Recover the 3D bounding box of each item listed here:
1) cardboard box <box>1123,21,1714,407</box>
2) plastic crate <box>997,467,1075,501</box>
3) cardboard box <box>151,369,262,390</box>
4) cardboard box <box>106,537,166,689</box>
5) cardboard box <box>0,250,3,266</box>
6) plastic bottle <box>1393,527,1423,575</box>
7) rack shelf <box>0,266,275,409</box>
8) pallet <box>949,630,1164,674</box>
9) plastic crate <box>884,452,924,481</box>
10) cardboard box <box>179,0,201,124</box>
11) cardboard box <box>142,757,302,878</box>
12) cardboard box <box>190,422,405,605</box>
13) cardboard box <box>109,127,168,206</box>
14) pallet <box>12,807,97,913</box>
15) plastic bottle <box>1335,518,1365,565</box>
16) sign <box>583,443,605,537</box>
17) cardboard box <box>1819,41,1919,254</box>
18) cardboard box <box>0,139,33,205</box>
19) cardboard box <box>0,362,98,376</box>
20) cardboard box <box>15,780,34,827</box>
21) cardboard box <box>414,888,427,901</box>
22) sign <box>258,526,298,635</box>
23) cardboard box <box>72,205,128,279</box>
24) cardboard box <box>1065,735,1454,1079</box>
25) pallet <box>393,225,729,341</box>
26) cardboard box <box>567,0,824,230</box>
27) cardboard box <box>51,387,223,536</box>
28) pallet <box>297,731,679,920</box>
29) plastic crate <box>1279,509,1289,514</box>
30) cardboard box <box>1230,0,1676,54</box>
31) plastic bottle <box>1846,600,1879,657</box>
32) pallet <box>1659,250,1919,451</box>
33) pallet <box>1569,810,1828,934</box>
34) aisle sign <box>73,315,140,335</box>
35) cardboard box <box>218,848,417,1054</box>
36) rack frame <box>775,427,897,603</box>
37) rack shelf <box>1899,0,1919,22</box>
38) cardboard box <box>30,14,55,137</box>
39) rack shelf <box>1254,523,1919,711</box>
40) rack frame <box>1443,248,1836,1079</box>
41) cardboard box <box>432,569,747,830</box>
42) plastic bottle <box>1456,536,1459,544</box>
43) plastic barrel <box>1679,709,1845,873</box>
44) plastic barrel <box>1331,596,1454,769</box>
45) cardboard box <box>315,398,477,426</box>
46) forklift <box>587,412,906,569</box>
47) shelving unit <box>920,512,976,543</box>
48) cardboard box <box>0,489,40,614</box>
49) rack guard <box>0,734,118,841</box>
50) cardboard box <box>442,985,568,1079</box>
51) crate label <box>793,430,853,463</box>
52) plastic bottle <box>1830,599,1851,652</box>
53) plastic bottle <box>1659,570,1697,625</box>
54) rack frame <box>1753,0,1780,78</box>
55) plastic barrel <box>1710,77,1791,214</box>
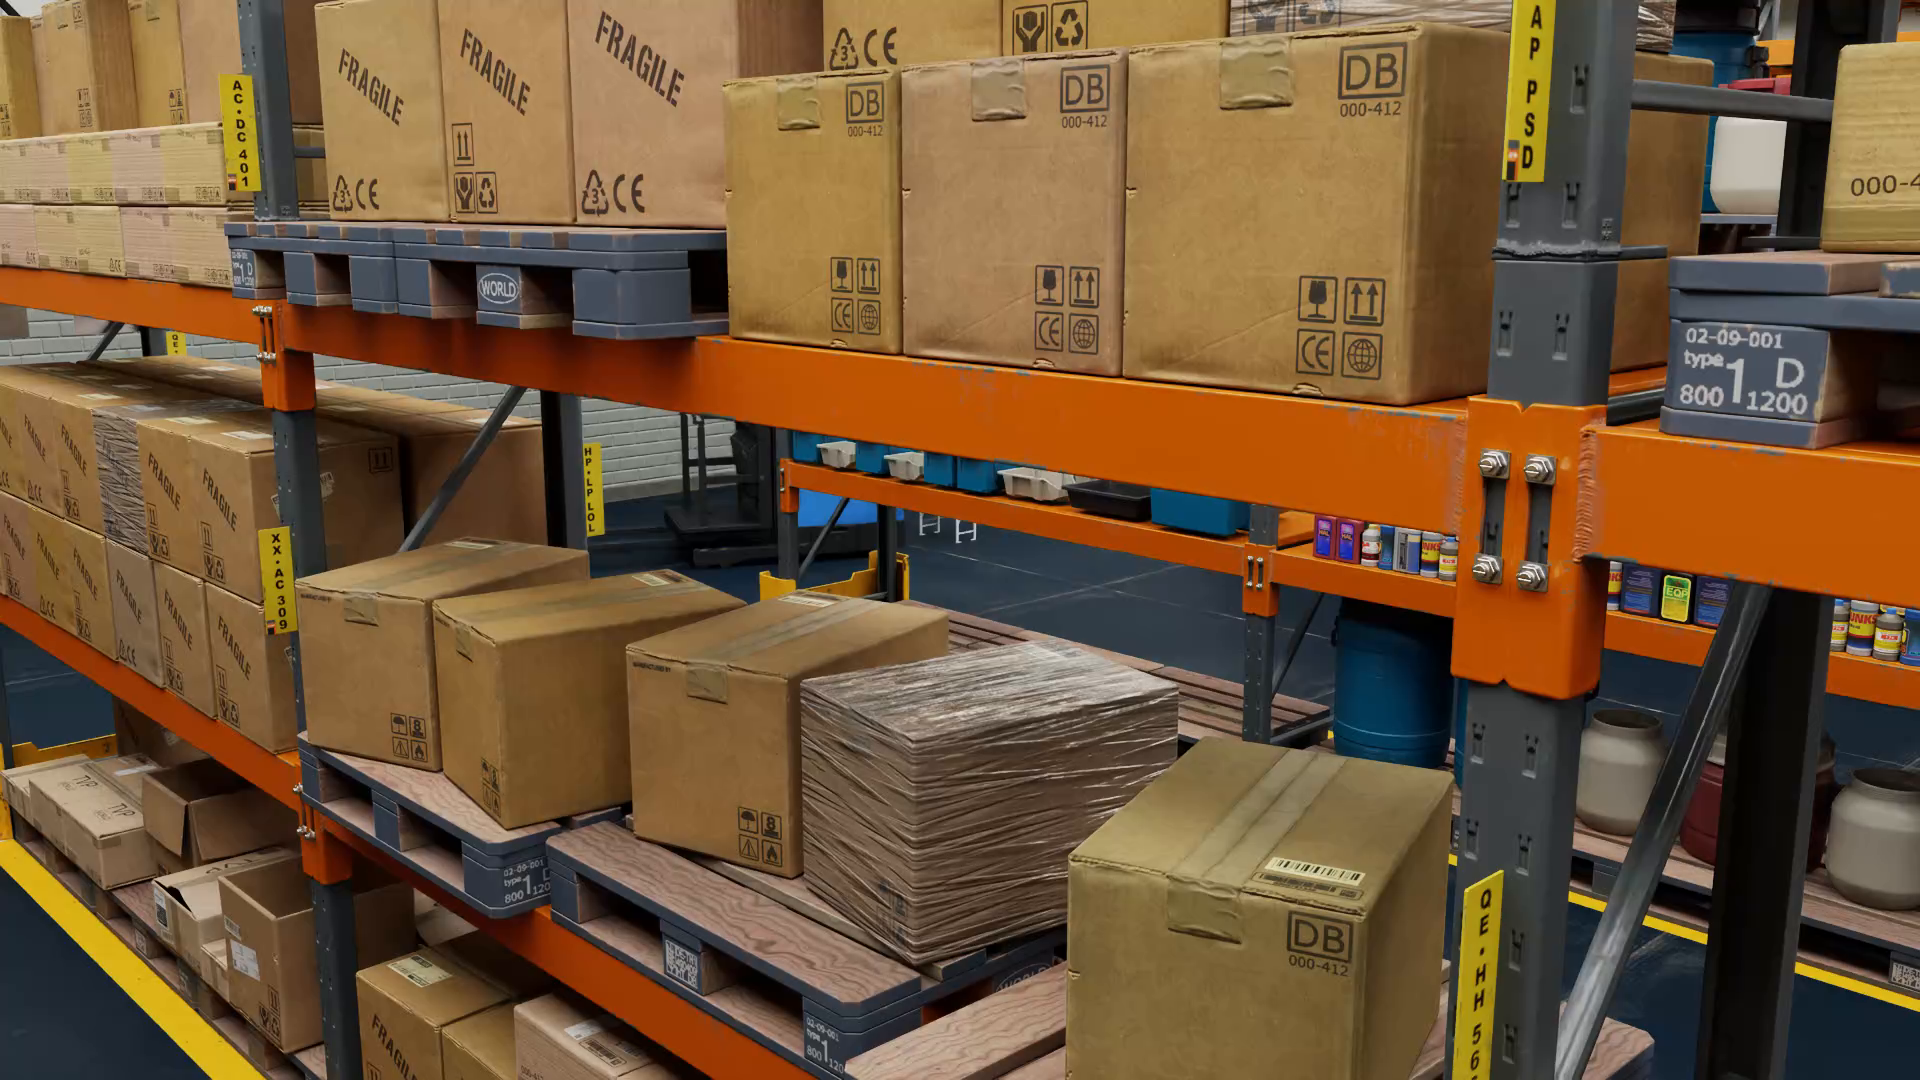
[{"bbox_3d":[0.749,-0.522,2.667,0.910,0.500,0.500,-11,16,-43],"label":"cardboard box"},{"bbox_3d":[0.478,-0.331,9.926,0.293,0.136,0.466,-11,16,-43],"label":"plastic crate"},{"bbox_3d":[-3.233,-0.476,7.399,0.500,0.500,0.500,-10,16,-41],"label":"cardboard box"},{"bbox_3d":[-2.932,0.236,6.425,0.500,0.500,0.500,-10,16,-41],"label":"cardboard box"},{"bbox_3d":[-3.943,-1.323,7.175,0.500,0.250,0.500,-11,16,-43],"label":"cardboard box"},{"bbox_3d":[2.194,0.017,8.043,0.152,0.276,0.135,-11,16,-43],"label":"plastic bottle"},{"bbox_3d":[-3.069,-0.937,6.714,1.077,0.370,4.000,-11,16,-43],"label":"rack shelf"},{"bbox_3d":[0.515,0.868,10.516,1.003,0.211,1.213,-11,16,-43],"label":"pallet"},{"bbox_3d":[-0.302,-0.463,10.568,0.250,0.136,0.298,-11,16,-43],"label":"plastic crate"},{"bbox_3d":[-2.294,-1.695,5.883,0.700,0.500,0.500,-11,16,-43],"label":"cardboard box"},{"bbox_3d":[-2.989,1.205,7.062,0.797,0.503,0.637,-11,16,-43],"label":"cardboard box"},{"bbox_3d":[-2.224,-0.105,5.600,0.500,0.500,0.500,-11,16,-42],"label":"cardboard box"},{"bbox_3d":[-2.562,-1.276,5.707,0.500,0.250,0.500,-11,16,-43],"label":"cardboard box"},{"bbox_3d":[-3.846,1.381,8.024,1.003,0.211,1.213,-11,16,-43],"label":"pallet"},{"bbox_3d":[1.935,-0.029,8.244,0.061,0.283,0.133,-11,16,-43],"label":"plastic bottle"},{"bbox_3d":[-1.288,-0.173,5.789,0.100,0.325,0.005,-11,16,-43],"label":"sign"},{"bbox_3d":[1.429,-0.488,2.081,0.500,0.250,0.500,10,15,41],"label":"cardboard box"},{"bbox_3d":[-3.593,-1.495,6.774,0.500,0.250,0.500,-11,16,-43],"label":"cardboard box"},{"bbox_3d":[-4.334,-0.549,7.757,0.500,0.500,0.500,-10,15,-41],"label":"cardboard box"},{"bbox_3d":[-4.236,1.206,7.896,0.380,0.166,0.250,-11,16,-43],"label":"cardboard box"},{"bbox_3d":[-2.425,1.428,6.819,0.380,0.166,0.250,-11,16,-43],"label":"cardboard box"},{"bbox_3d":[-2.075,0.124,5.068,0.100,0.325,0.005,-11,16,-43],"label":"sign"},{"bbox_3d":[-2.905,-1.104,6.114,0.500,0.250,0.500,-11,16,-43],"label":"cardboard box"},{"bbox_3d":[0.559,0.724,3.011,0.500,0.500,0.700,6,13,26],"label":"cardboard box"},{"bbox_3d":[-0.569,-0.650,4.002,1.213,0.211,1.003,-11,16,-43],"label":"pallet"},{"bbox_3d":[-0.470,-1.023,3.813,0.600,0.600,0.600,11,16,43],"label":"cardboard box"},{"bbox_3d":[-3.274,-0.326,6.675,0.500,0.500,0.500,-11,16,-43],"label":"cardboard box"},{"bbox_3d":[-1.215,0.697,4.907,1.003,0.211,1.213,-11,16,-43],"label":"pallet"},{"bbox_3d":[1.680,-0.206,9.322,0.396,0.136,0.243,-11,16,-43],"label":"plastic crate"},{"bbox_3d":[0.778,-1.017,2.594,0.500,0.500,0.500,-11,16,-43],"label":"cardboard box"},{"bbox_3d":[3.577,0.319,6.586,0.097,0.271,0.097,0,12,0],"label":"plastic bottle"},{"bbox_3d":[1.608,-0.235,1.990,1.213,0.211,1.003,-10,15,-40],"label":"pallet"},{"bbox_3d":[3.247,1.444,7.717,1.003,0.211,1.213,-11,16,-43],"label":"pallet"},{"bbox_3d":[-4.275,-1.438,8.354,0.394,0.787,0.004,-11,16,-43],"label":"aisle sign"},{"bbox_3d":[-2.286,1.437,5.947,0.500,0.500,0.500,-11,16,-43],"label":"cardboard box"},{"bbox_3d":[-0.865,-0.802,11.709,1.000,3.000,0.127,-11,16,-43],"label":"rack frame"},{"bbox_3d":[14.854,-7.487,22.837,1.077,0.370,4.000,-11,16,-43],"label":"rack shelf"},{"bbox_3d":[-3.376,-1.905,6.901,0.700,0.500,0.500,-11,16,-43],"label":"cardboard box"},{"bbox_3d":[3.279,0.426,7.531,1.077,0.370,4.000,-11,16,-43],"label":"rack shelf"},{"bbox_3d":[1.075,1.055,2.694,1.000,3.000,0.127,-11,16,-43],"label":"rack frame"},{"bbox_3d":[-1.001,0.409,4.544,0.700,0.500,0.500,-8,14,-34],"label":"cardboard box"},{"bbox_3d":[2.579,-0.035,8.478,0.097,0.201,0.097,0,12,0],"label":"plastic bottle"},{"bbox_3d":[3.530,1.107,7.378,0.600,0.588,0.708,-11,16,-43],"label":"plastic barrel"},{"bbox_3d":[2.261,0.686,8.648,0.600,0.901,0.708,-11,16,-43],"label":"plastic barrel"},{"bbox_3d":[-2.166,-0.250,6.306,0.500,0.500,0.500,11,16,43],"label":"cardboard box"},{"bbox_3d":[-2.054,-1.309,14.342,3.031,2.935,1.130,-4,12,-17],"label":"forklift"},{"bbox_3d":[-0.114,-0.612,15.246,0.258,1.200,0.503,-11,16,-43],"label":"shelving unit"},{"bbox_3d":[-3.974,0.015,7.496,0.500,0.500,0.500,-11,16,-43],"label":"cardboard box"},{"bbox_3d":[-4.397,1.123,8.559,1.175,0.500,0.348,-11,16,-43],"label":"rack guard"},{"bbox_3d":[-1.153,1.661,4.858,0.500,0.500,0.500,-11,16,-42],"label":"cardboard box"},{"bbox_3d":[-0.932,-0.667,11.322,0.416,0.233,0.303,-11,16,-43],"label":"crate label"},{"bbox_3d":[3.510,0.339,6.662,0.097,0.201,0.097,0,12,0],"label":"plastic bottle"},{"bbox_3d":[3.063,0.210,7.087,0.061,0.283,0.133,-11,16,-43],"label":"plastic bottle"},{"bbox_3d":[5.480,-3.847,11.620,1.000,3.000,0.127,-11,16,-43],"label":"rack frame"},{"bbox_3d":[3.327,-1.613,6.837,0.433,0.535,0.433,0,12,0],"label":"plastic barrel"}]
